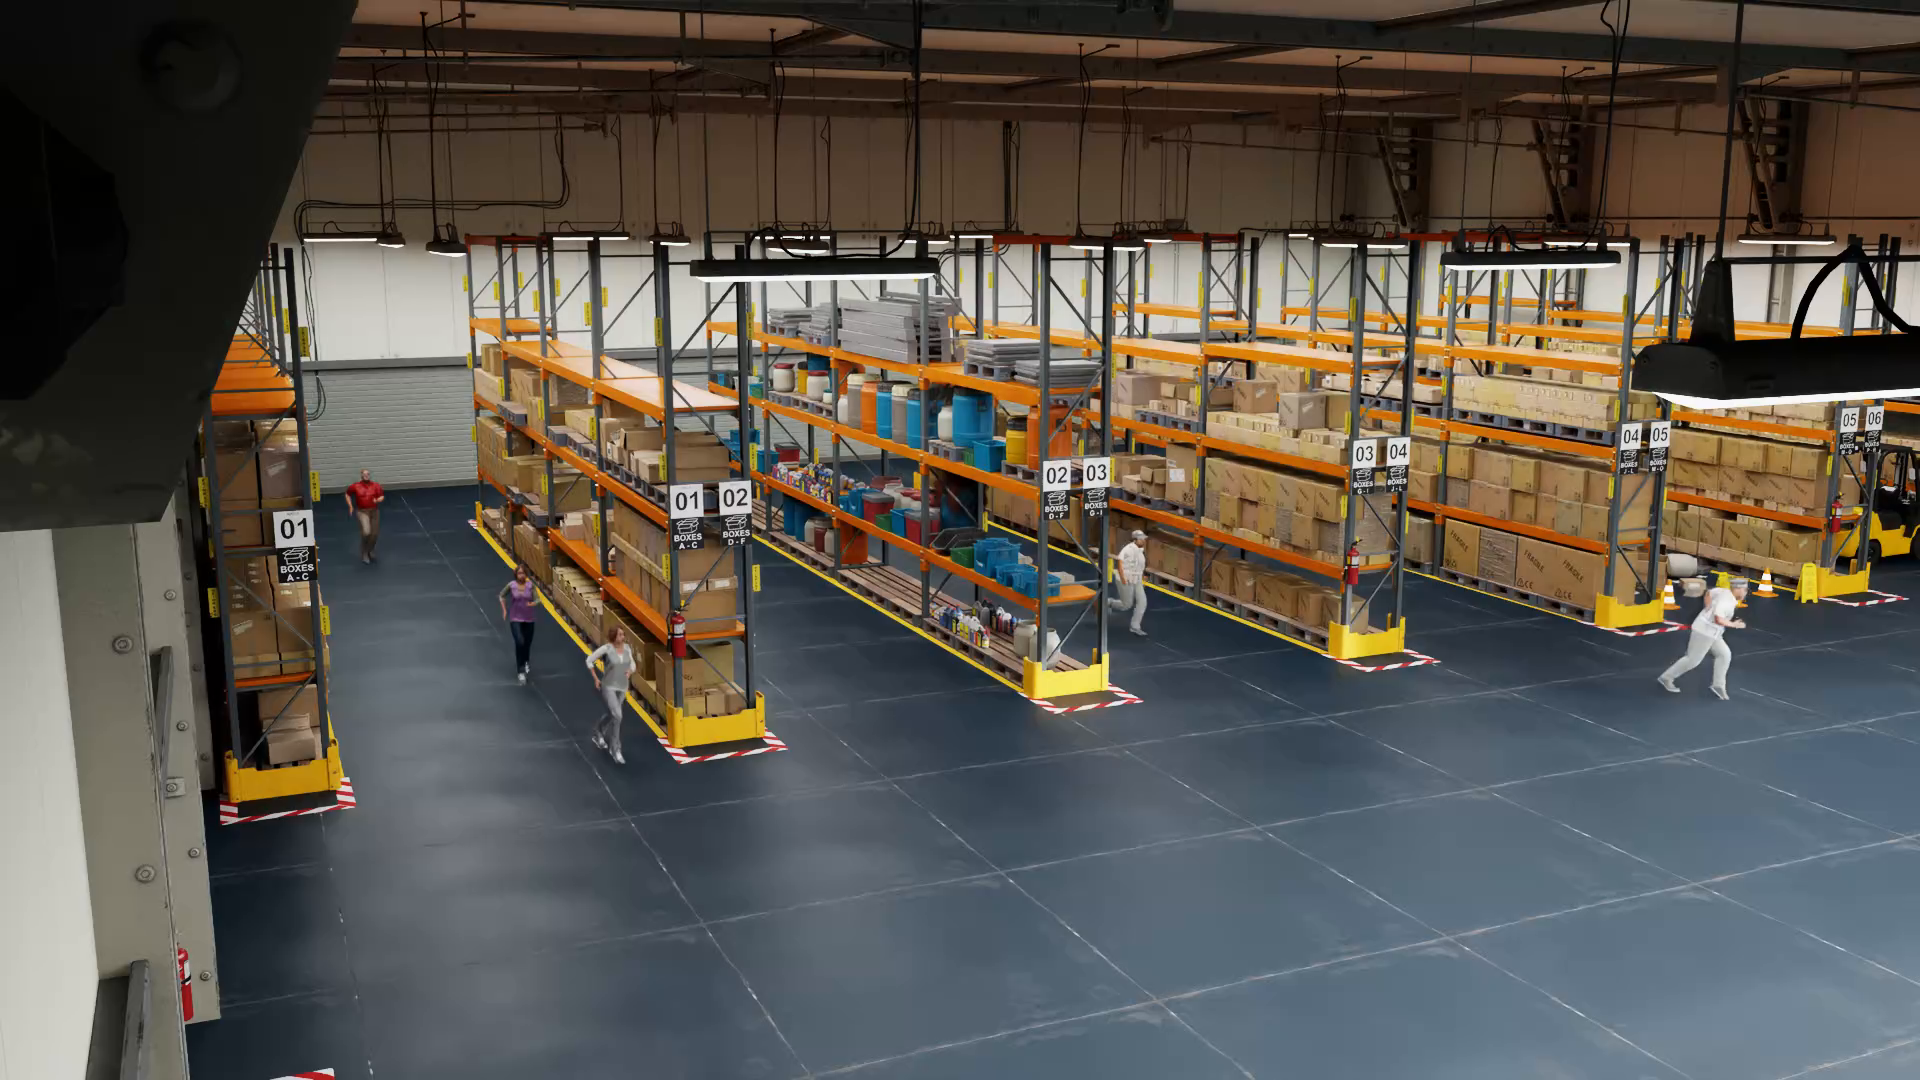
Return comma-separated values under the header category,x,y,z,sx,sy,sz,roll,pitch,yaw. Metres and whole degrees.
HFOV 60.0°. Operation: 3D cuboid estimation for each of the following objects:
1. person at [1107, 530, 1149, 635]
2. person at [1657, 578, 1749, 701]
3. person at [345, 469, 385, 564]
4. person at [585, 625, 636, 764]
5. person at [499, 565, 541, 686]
category,x,y,z,sx,sy,sz,roll,pitch,yaw
person,2.578,0.641,25.721,0.779,1.651,0.621,9,14,38
person,9.904,1.316,22.191,1.013,1.719,0.707,5,12,23
person,-11.008,-0.435,30.918,0.637,1.775,0.741,-8,14,-36
person,-4.128,1.797,19.767,0.704,1.637,0.530,10,15,41
person,-6.059,1.148,22.992,0.509,1.648,0.728,-6,12,-27
